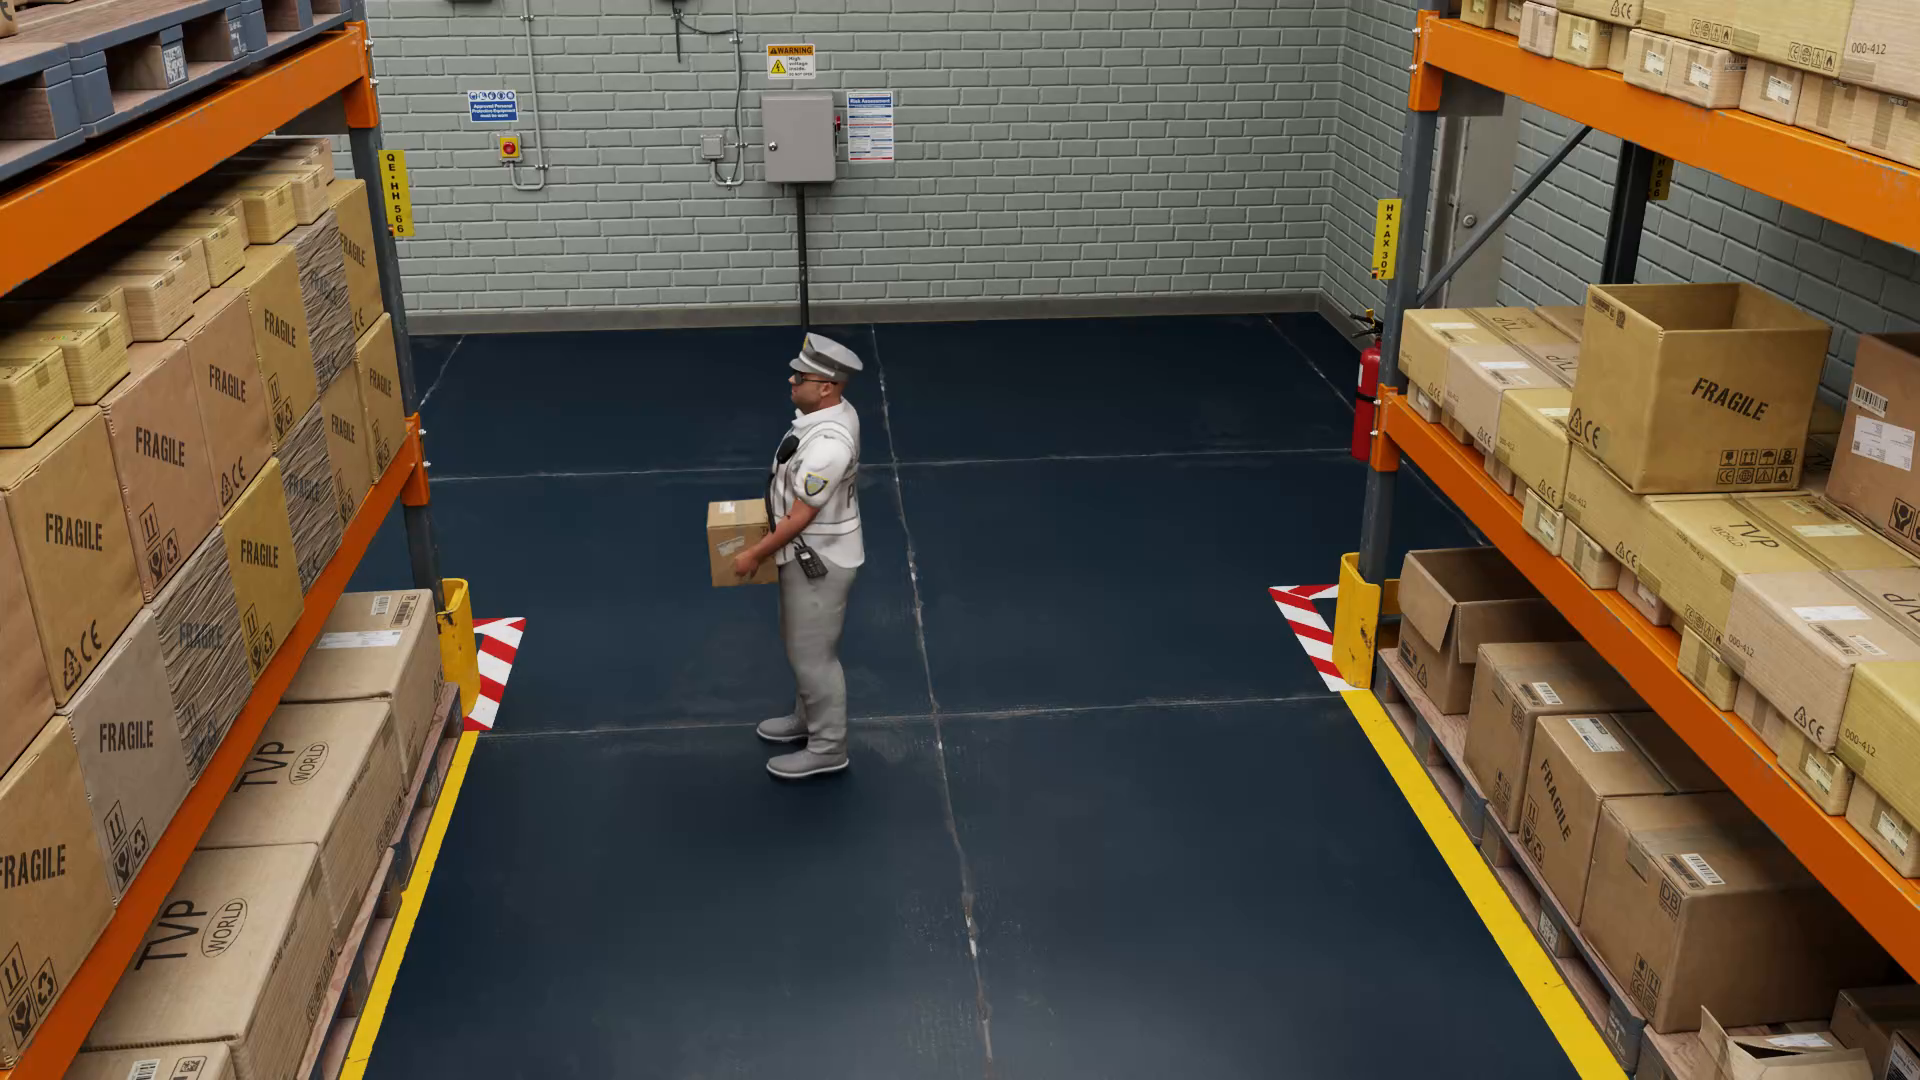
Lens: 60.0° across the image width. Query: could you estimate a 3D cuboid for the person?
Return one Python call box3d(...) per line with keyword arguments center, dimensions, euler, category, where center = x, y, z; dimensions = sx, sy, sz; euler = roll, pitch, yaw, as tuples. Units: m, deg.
box3d(center=(-0.633, 0.062, 6.405), dimensions=(0.552, 1.782, 0.505), euler=(-2, 24, -4), category="person")
